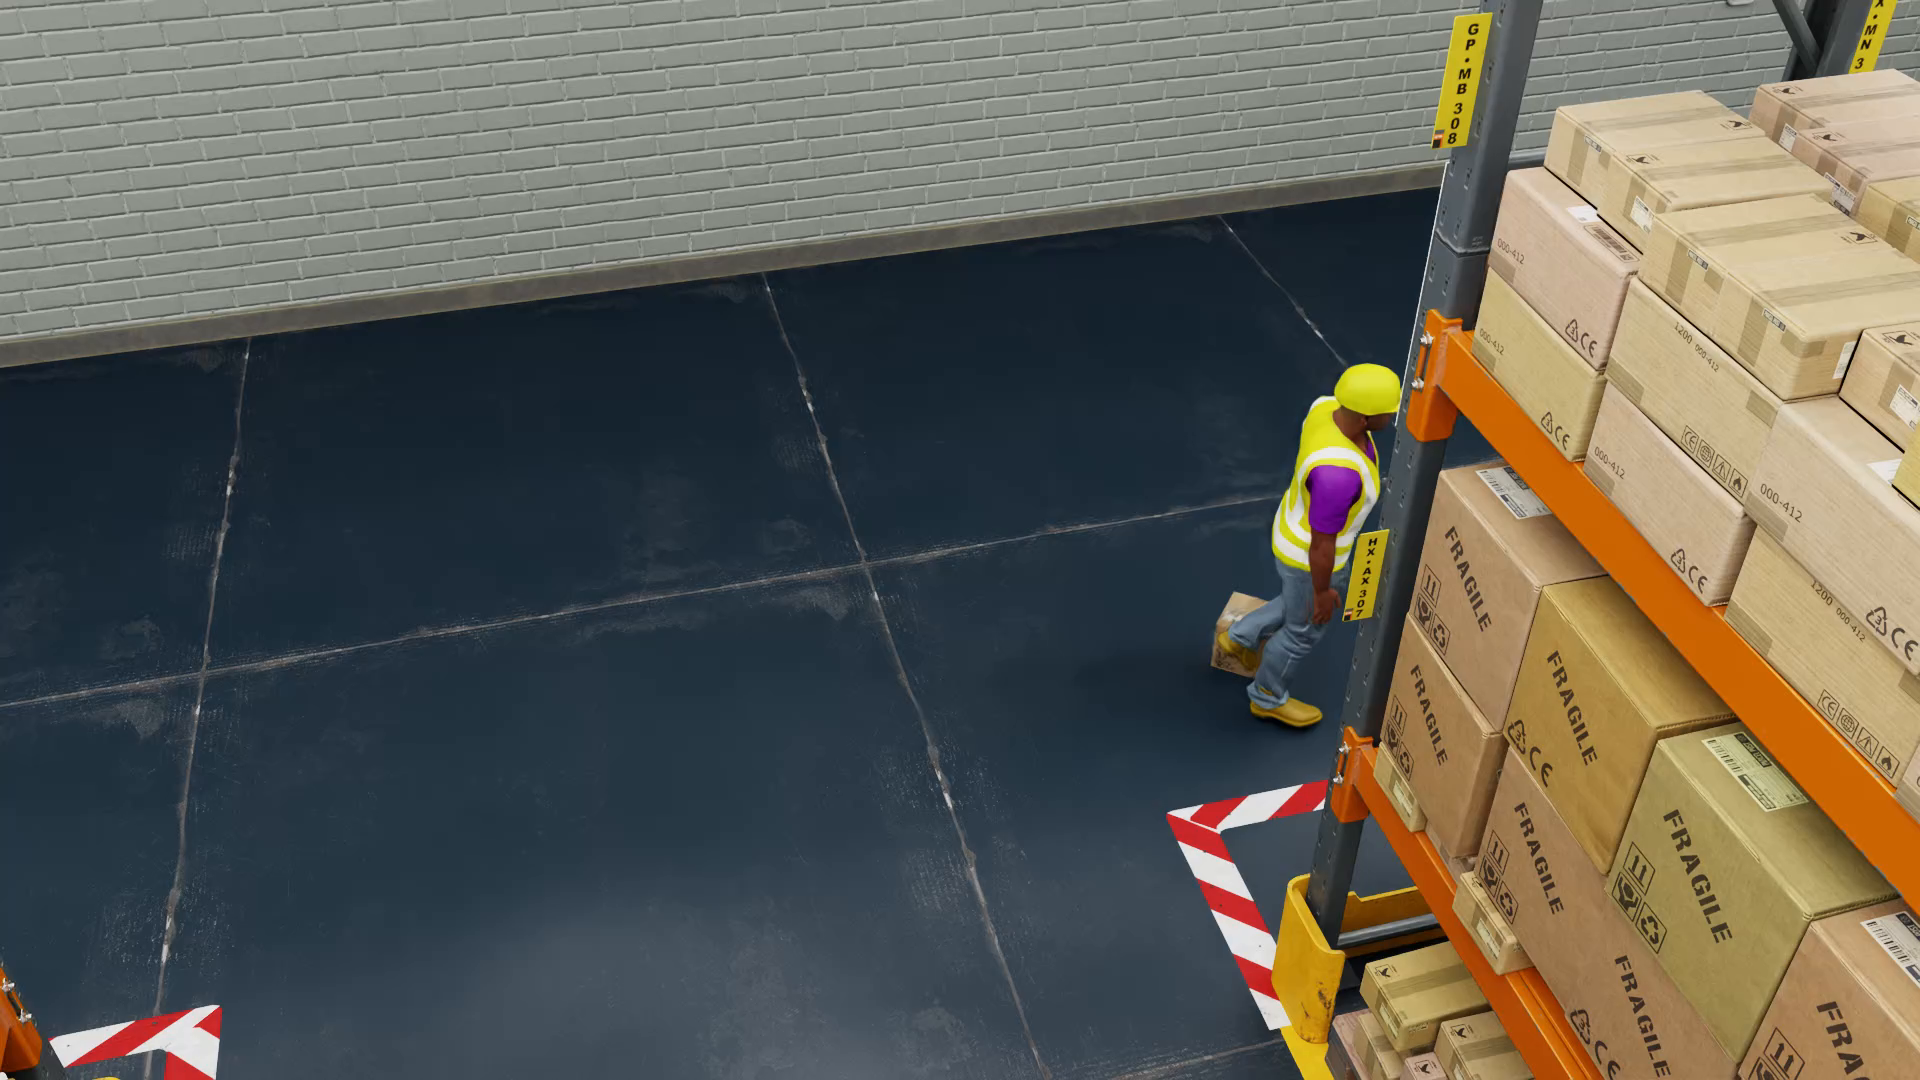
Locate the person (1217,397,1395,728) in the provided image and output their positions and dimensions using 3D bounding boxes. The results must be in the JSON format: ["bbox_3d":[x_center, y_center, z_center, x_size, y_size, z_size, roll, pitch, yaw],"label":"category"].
[{"bbox_3d":[1.356,0.027,6.656,0.555,1.715,0.595,8,39,10],"label":"person"}]
